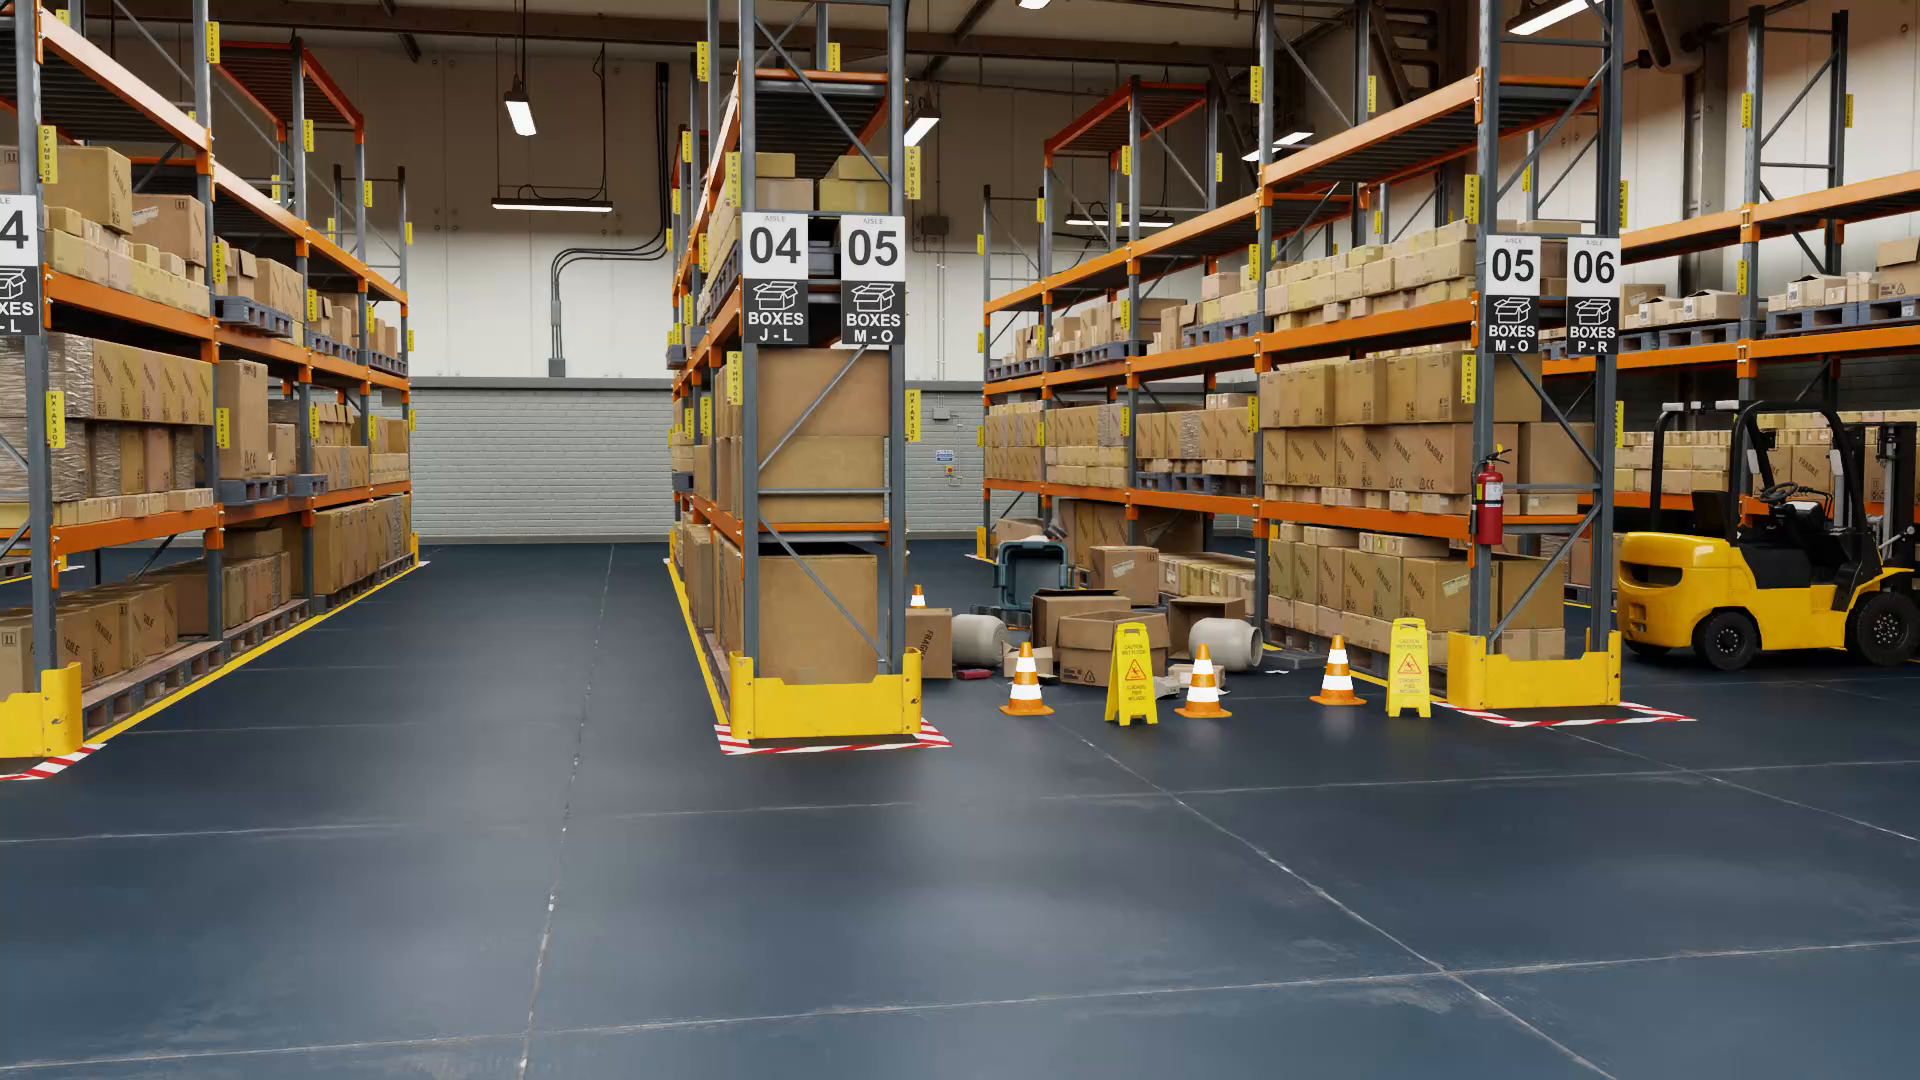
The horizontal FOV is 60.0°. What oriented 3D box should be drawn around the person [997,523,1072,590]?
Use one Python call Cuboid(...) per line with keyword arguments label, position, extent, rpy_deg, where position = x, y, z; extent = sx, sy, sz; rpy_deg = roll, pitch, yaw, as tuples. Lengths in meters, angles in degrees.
Cuboid(label="person", position=(0.805, 0.299, 18.138), extent=(0.826, 0.967, 0.492), rpy_deg=(-1, 3, -11))
